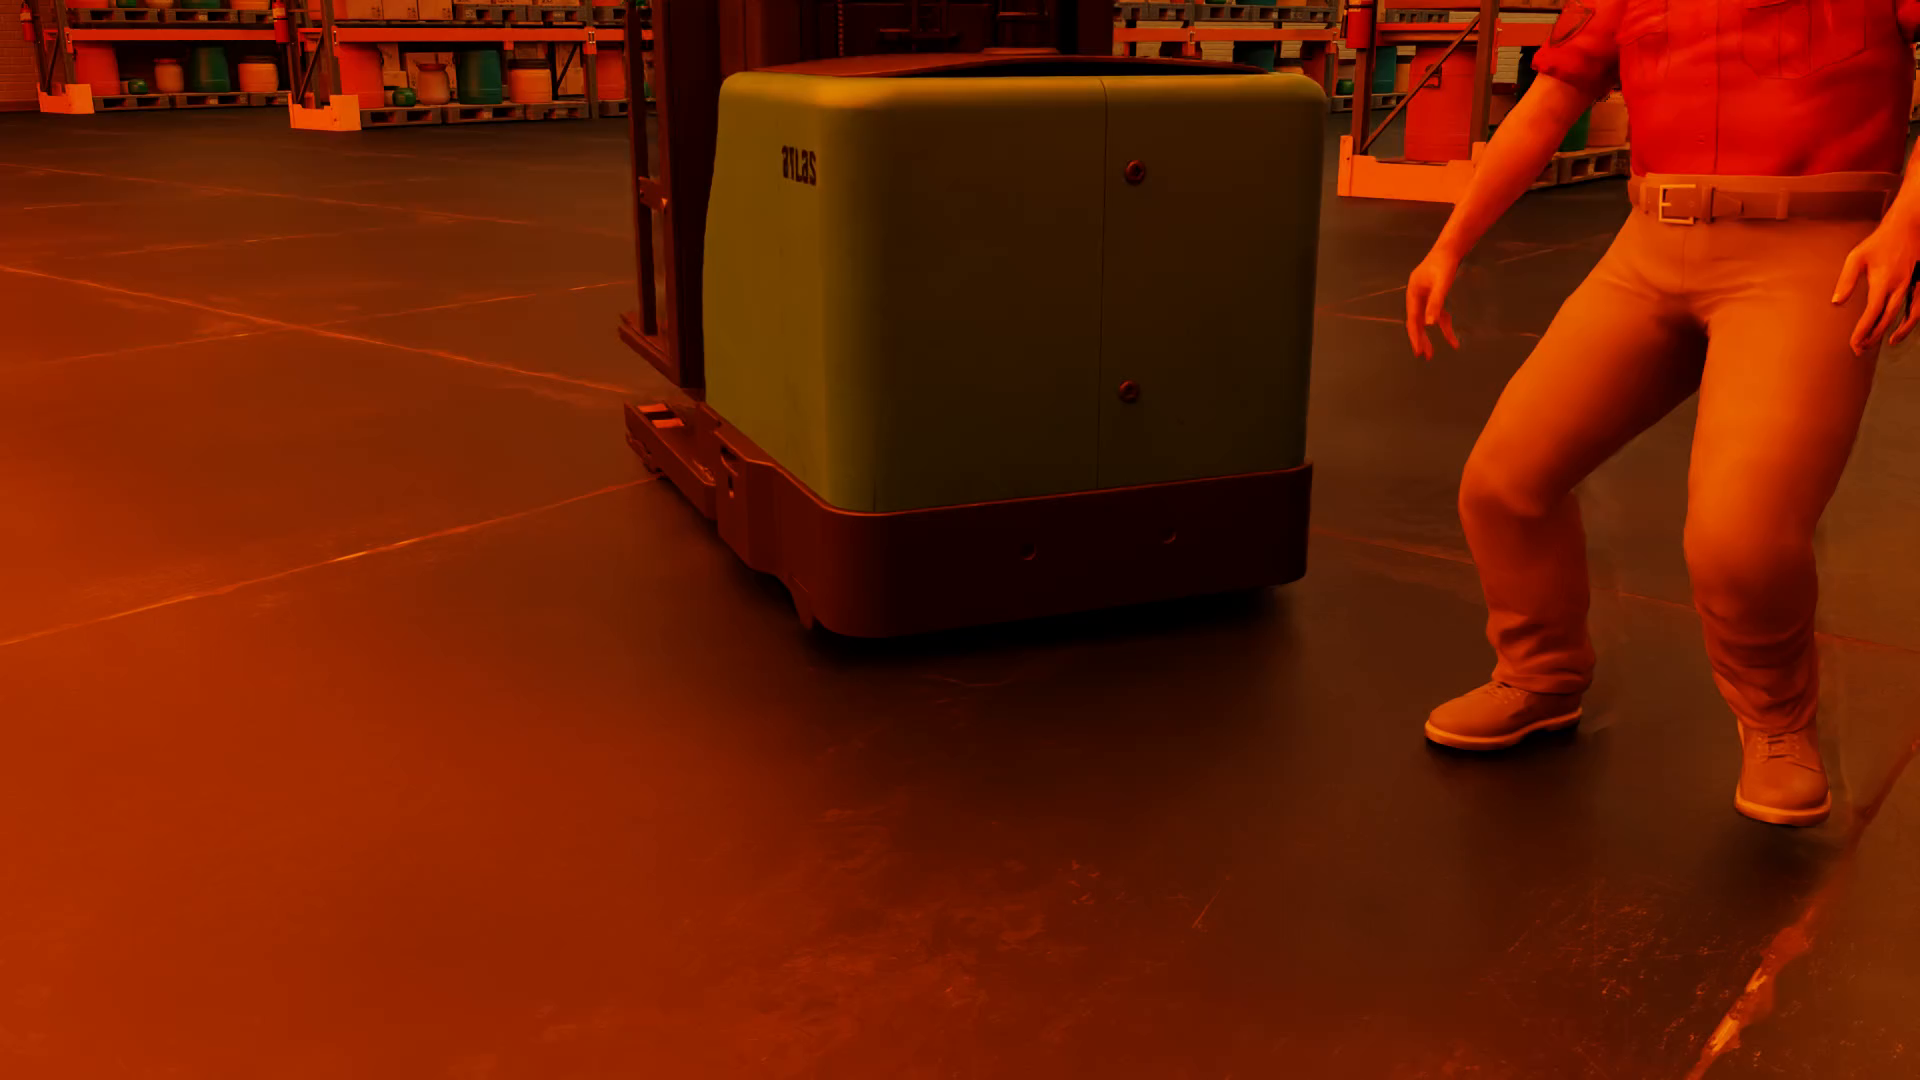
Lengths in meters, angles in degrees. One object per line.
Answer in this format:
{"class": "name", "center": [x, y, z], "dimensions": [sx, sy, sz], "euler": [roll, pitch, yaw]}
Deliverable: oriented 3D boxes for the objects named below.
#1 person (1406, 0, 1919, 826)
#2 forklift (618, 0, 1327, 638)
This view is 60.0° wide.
{"class": "person", "center": [1.073, -0.408, 2.445], "dimensions": [0.456, 1.635, 0.756], "euler": [-11, 20, -31]}
{"class": "forklift", "center": [-0.296, -1.606, 4.185], "dimensions": [1.130, 2.935, 3.031], "euler": [-7, 18, -21]}
